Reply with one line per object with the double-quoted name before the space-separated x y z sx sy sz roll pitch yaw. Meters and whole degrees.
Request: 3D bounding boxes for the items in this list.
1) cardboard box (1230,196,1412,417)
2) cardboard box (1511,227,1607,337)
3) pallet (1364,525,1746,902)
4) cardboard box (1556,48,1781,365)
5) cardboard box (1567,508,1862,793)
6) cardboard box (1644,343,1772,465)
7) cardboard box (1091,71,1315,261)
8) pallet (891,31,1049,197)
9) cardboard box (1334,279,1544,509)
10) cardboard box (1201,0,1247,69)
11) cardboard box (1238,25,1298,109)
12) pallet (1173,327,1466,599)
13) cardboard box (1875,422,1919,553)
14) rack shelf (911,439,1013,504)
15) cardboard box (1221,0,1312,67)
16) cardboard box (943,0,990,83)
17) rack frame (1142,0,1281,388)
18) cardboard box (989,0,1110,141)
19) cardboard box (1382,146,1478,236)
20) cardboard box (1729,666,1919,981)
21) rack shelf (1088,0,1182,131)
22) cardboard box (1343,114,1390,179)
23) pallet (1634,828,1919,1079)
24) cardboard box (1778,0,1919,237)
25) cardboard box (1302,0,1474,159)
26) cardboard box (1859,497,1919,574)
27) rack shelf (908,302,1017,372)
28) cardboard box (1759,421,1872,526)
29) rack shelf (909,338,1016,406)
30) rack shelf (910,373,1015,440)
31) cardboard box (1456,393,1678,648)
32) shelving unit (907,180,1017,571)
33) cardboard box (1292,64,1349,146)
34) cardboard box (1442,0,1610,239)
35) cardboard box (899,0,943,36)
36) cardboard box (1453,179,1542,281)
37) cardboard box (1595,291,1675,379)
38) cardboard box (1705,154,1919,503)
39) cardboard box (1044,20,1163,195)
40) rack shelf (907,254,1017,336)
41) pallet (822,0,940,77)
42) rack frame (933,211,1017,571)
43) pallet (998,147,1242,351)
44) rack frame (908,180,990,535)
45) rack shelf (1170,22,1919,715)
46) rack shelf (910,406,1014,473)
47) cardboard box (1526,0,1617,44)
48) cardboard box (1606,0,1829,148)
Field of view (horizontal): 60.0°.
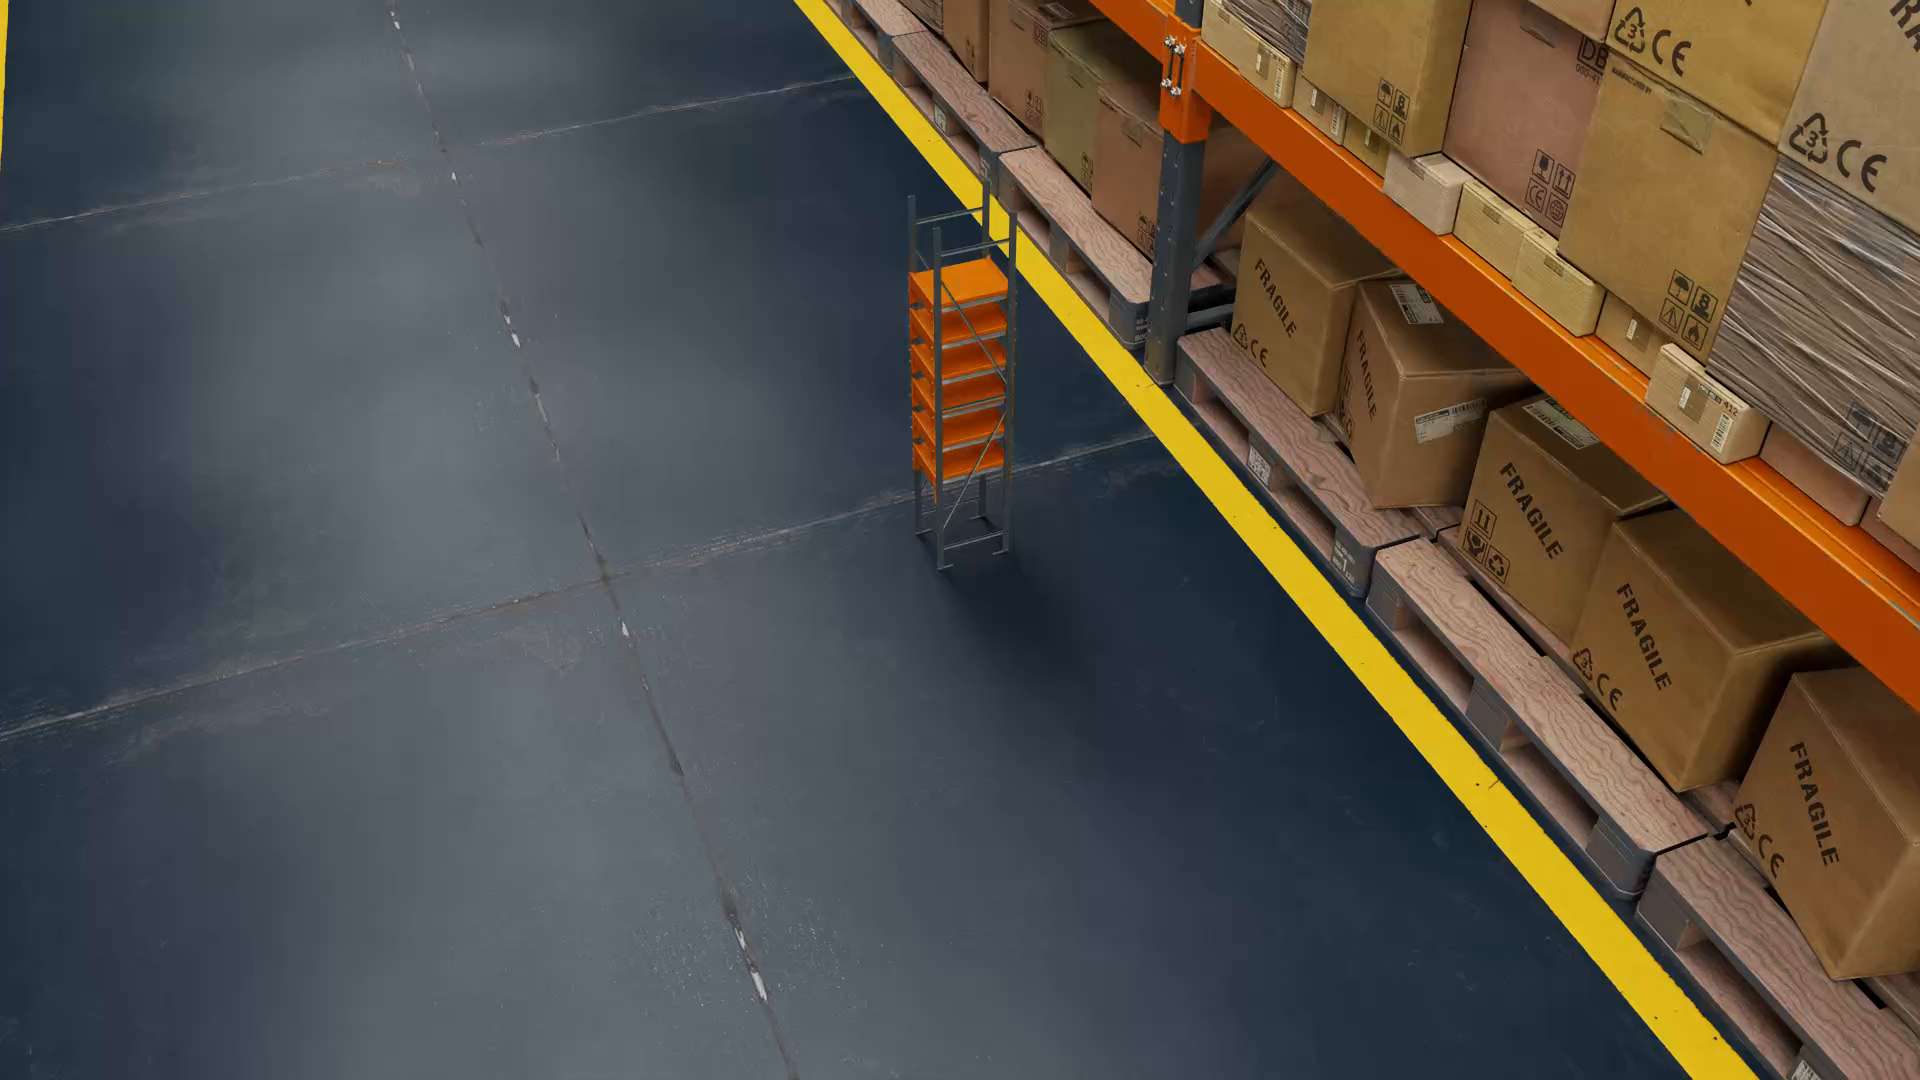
"cardboard box" 1.256 -0.796 5.471 0.500 0.500 0.500 -16 43 -18
"cardboard box" 1.531 -0.636 3.882 0.380 0.149 0.250 -15 43 -17
"pallet" 1.900 0.353 4.677 1.003 0.211 1.213 -15 43 -17
"cardboard box" 1.851 -0.803 3.578 0.875 0.500 0.500 -15 43 -17
"cardboard box" 1.965 0.248 4.256 0.500 0.500 0.500 -11 42 -13
"cardboard box" 1.700 -0.329 3.524 0.380 0.149 0.250 -15 43 -17
"cardboard box" 0.925 -1.430 6.192 0.700 0.500 0.500 -18 44 -20
"pallet" 0.370 -1.983 7.394 1.003 0.211 1.213 -15 43 -17
"cardboard box" 1.482 -0.453 5.072 0.500 0.500 0.500 -3 41 -3
"cardboard box" 0.944 -1.536 4.928 0.380 0.149 0.250 -15 43 -17
"cardboard box" 1.028 -1.382 4.750 0.380 0.149 0.250 -15 43 -17
"pallet" 1.430 -0.383 5.533 1.003 0.211 1.213 -15 43 -17
"cardboard box" 2.183 -0.186 2.861 0.875 0.500 0.500 -15 43 -17
"rack shelf" 0.006 -0.231 5.034 0.258 0.103 0.180 -15 43 -17
"cardboard box" 1.255 -1.700 4.622 0.875 0.500 0.500 -15 43 -17
"cardboard box" 0.332 -2.395 7.314 0.700 0.500 0.500 -12 42 -13
"rack frame" 1.140 -1.836 5.084 1.000 3.000 0.127 -15 43 -17
"cardboard box" 0.545 -2.059 6.924 0.700 0.500 0.500 -19 44 -20
"cardboard box" 1.311 -0.929 4.223 0.380 0.149 0.250 -15 43 -17
"cardboard box" 2.187 0.630 3.812 0.500 0.500 0.500 -5 41 -6
"rack shelf" 0.375 -2.768 6.720 1.077 0.370 4.000 -15 43 -17
"cardboard box" 1.254 -1.090 4.410 0.380 0.149 0.250 -15 43 -17
"pallet" 2.363 1.087 3.824 1.003 0.211 1.213 -15 43 -17
"cardboard box" 1.846 -0.827 2.840 0.500 0.500 0.500 -15 43 -17
"cardboard box" 1.414 -1.390 4.261 0.875 0.500 0.500 -15 43 -17
"cardboard box" 1.994 -0.055 3.206 0.380 0.149 0.250 -15 43 -17
"rack shelf" 0.006 -0.594 4.721 0.258 0.103 0.180 -15 43 -17
"cardboard box" 1.877 -0.200 3.375 0.380 0.149 0.250 -15 43 -17
"rack shelf" 0.006 -0.504 4.799 0.258 0.103 0.180 -15 43 -17
"rack shelf" 0.006 -0.413 4.878 0.258 0.103 0.180 -15 43 -17
"cardboard box" 1.792 -0.099 4.660 0.500 0.500 0.500 -19 44 -21
"shelving unit" 0.006 -0.446 4.849 0.258 1.200 0.189 -15 43 -17
"cardboard box" 1.149 -1.239 4.582 0.380 0.149 0.250 -15 43 -17
"cardboard box" 1.698 -1.114 3.940 0.875 0.500 0.500 -15 43 -17
"cardboard box" 0.108 -2.735 7.710 0.700 0.500 0.500 -19 44 -20
"cardboard box" 1.445 -0.789 4.060 0.380 0.149 0.250 -15 43 -17
"cardboard box" 1.668 -0.497 3.720 0.380 0.149 0.250 -15 43 -17
"cardboard box" 2.032 -0.498 3.224 0.875 0.500 0.500 -15 43 -17
"cardboard box" 0.760 -1.722 6.532 0.700 0.500 0.500 -15 43 -17
"rack shelf" 0.006 -0.685 4.643 0.258 0.103 0.180 -15 43 -17
"pallet" -0.093 -2.717 8.248 1.003 0.211 1.213 -15 43 -17
"rack frame" 0.041 -0.391 4.785 0.240 1.200 0.006 -15 43 -17
"pallet" 0.841 -1.247 6.539 1.003 0.211 1.213 -15 43 -17
"rack frame" -0.029 -0.501 4.913 0.240 1.200 0.006 -15 43 -17
"rack shelf" 1.905 -0.358 3.918 1.077 0.370 4.000 -15 43 -17
"rack shelf" 0.006 -0.322 4.956 0.258 0.103 0.180 -15 43 -17
"cardboard box" 1.461 -1.429 3.540 0.500 0.500 0.500 -15 43 -17
"cardboard box" 1.662 -1.131 3.193 0.500 0.500 0.500 -15 43 -17
